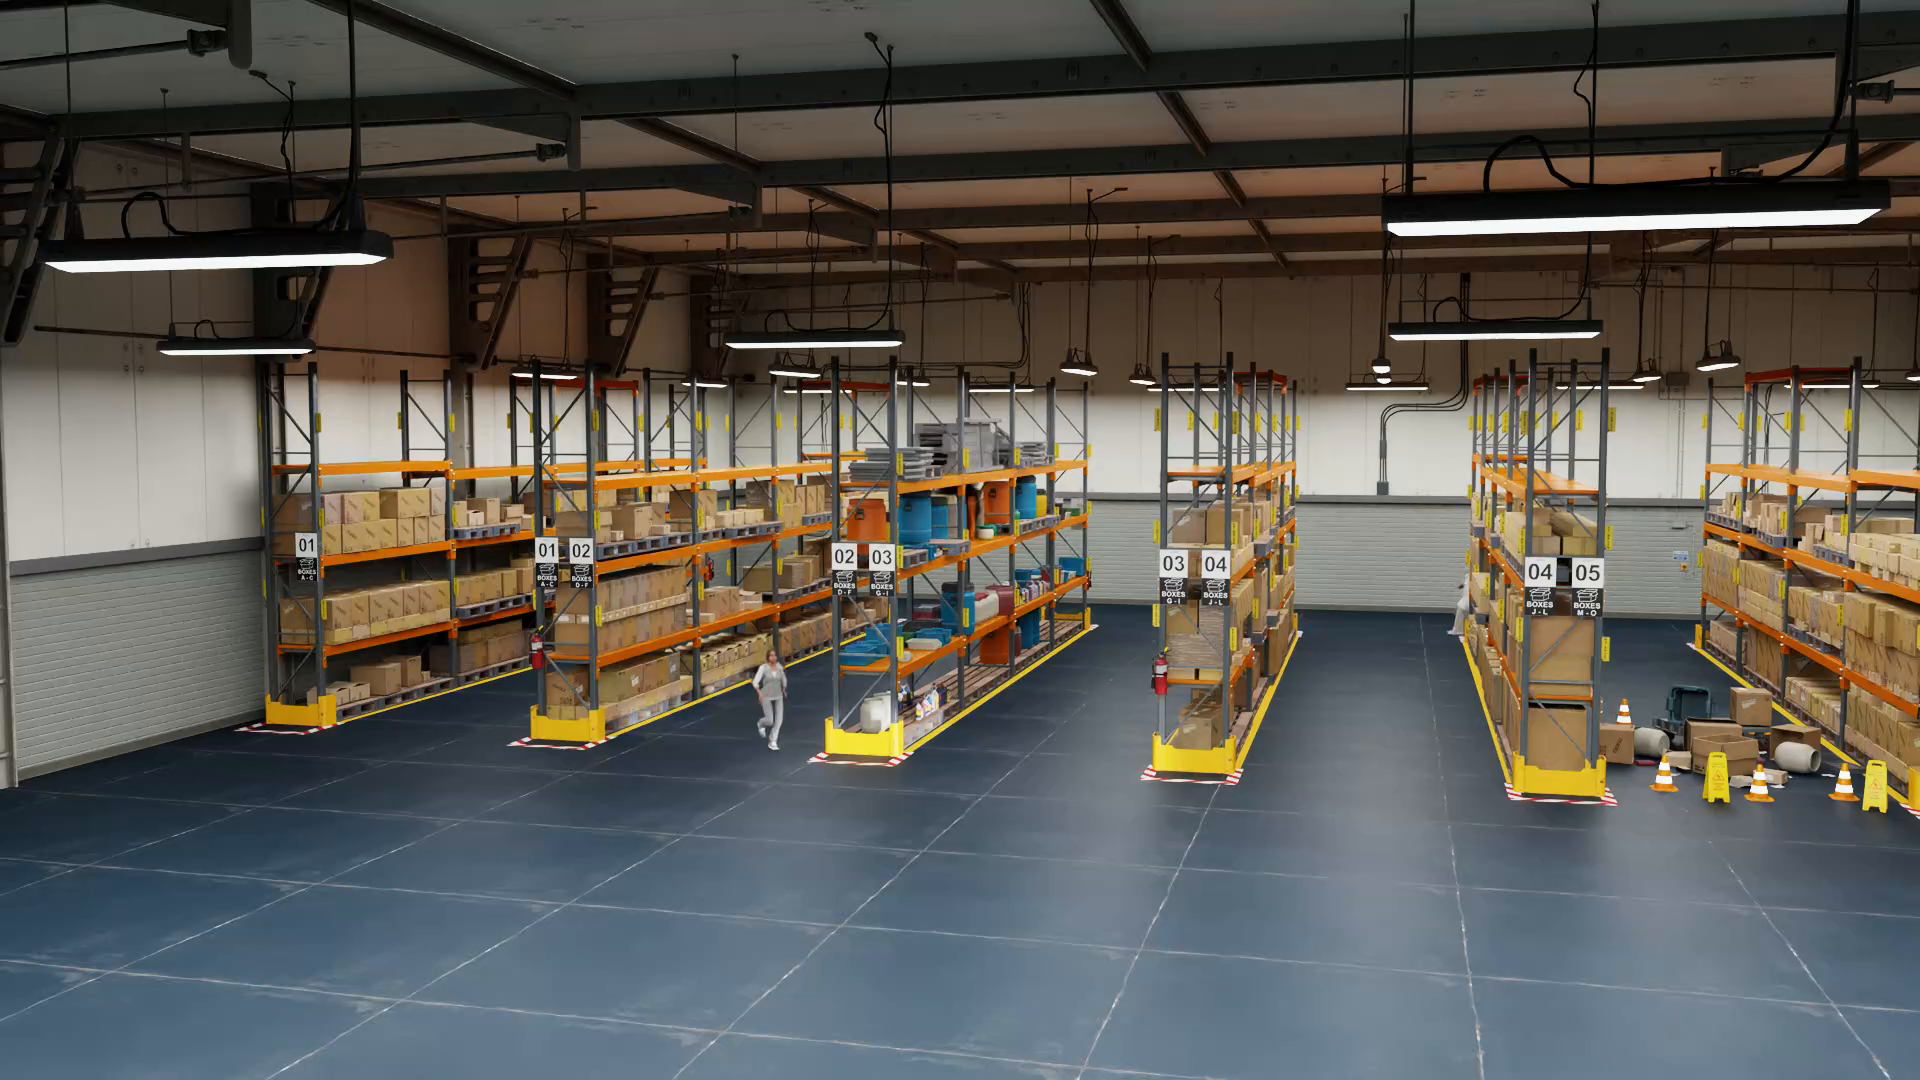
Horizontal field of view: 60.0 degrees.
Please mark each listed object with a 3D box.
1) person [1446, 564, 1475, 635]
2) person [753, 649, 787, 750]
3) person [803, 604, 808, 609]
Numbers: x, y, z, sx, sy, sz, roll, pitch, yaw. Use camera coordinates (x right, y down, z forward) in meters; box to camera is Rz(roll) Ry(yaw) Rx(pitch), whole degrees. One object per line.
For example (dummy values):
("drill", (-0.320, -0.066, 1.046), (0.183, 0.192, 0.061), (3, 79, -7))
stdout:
("person", (11.940, 1.382, 39.042), (0.951, 1.741, 0.783), (1, 4, 12))
("person", (-2.924, 2.442, 25.625), (0.548, 1.535, 0.578), (-2, 5, -27))
("person", (-4.248, 1.172, 43.654), (1.050, 1.476, 0.605), (3, 5, 39))
